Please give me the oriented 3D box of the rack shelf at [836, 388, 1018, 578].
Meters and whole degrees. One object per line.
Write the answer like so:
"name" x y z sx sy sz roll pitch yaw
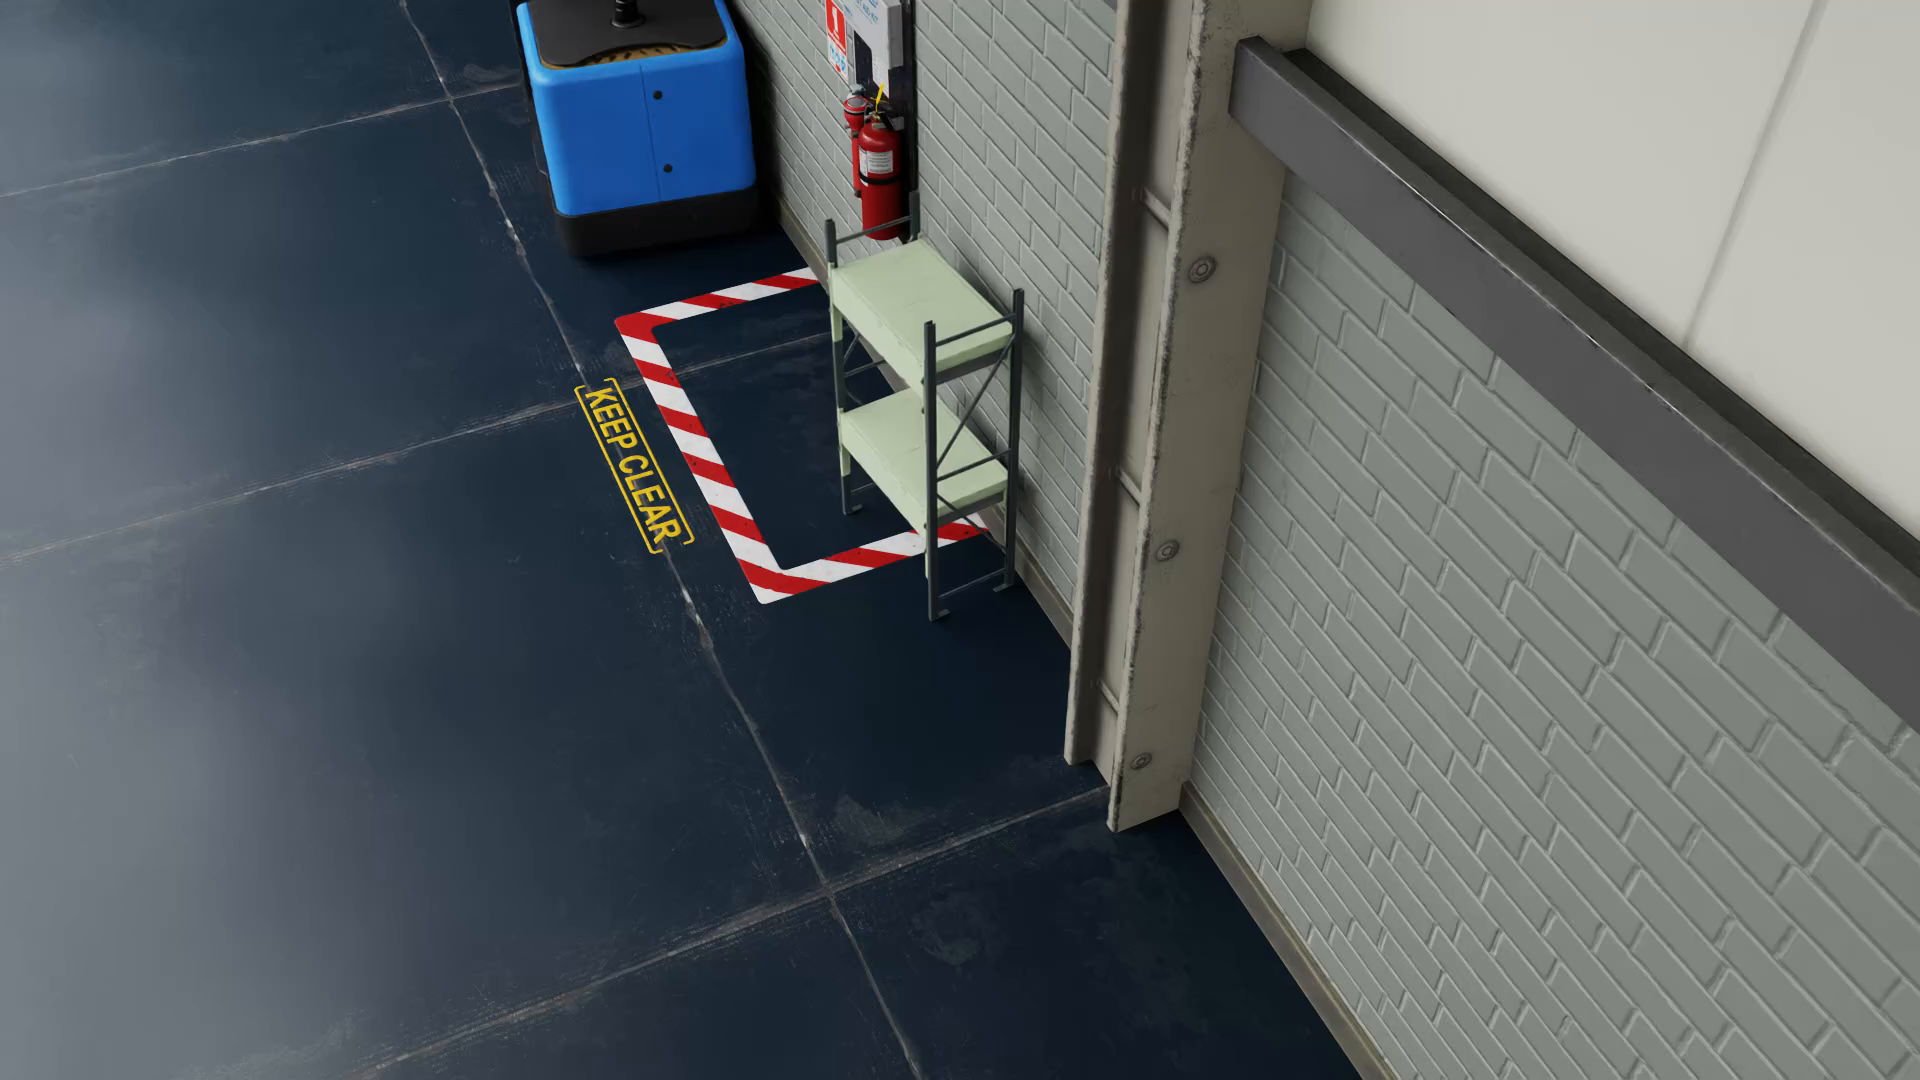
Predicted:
"rack shelf" -0.141 -0.268 6.786 0.431 0.370 0.720 -23 49 -22

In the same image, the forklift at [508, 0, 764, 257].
"forklift" -1.933 -3.542 8.622 1.130 2.935 3.031 -12 46 -11

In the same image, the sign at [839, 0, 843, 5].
"sign" -0.536 -2.338 6.950 0.001 0.109 0.331 -18 47 -17

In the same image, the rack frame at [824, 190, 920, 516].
"rack frame" -0.331 -0.720 6.780 0.400 1.500 0.023 -23 49 -22

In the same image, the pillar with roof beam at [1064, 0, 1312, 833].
"pillar with roof beam" -3.293 -1.038 1.764 9.100 9.000 0.400 -18 47 -17

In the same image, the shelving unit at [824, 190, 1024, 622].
"shelving unit" -0.140 -0.500 6.557 0.431 1.500 0.755 -23 49 -22

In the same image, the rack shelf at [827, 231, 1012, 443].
"rack shelf" -0.139 -0.778 6.283 0.431 0.370 0.720 -23 49 -22

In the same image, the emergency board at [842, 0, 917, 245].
"emergency board" -0.391 -1.760 6.767 0.194 1.169 0.643 -18 47 -17

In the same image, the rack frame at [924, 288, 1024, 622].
"rack frame" 0.050 -0.281 6.335 0.400 1.500 0.023 -23 49 -22

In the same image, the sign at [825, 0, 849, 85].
"sign" -0.530 -2.155 7.142 0.001 0.329 0.234 -18 47 -17
